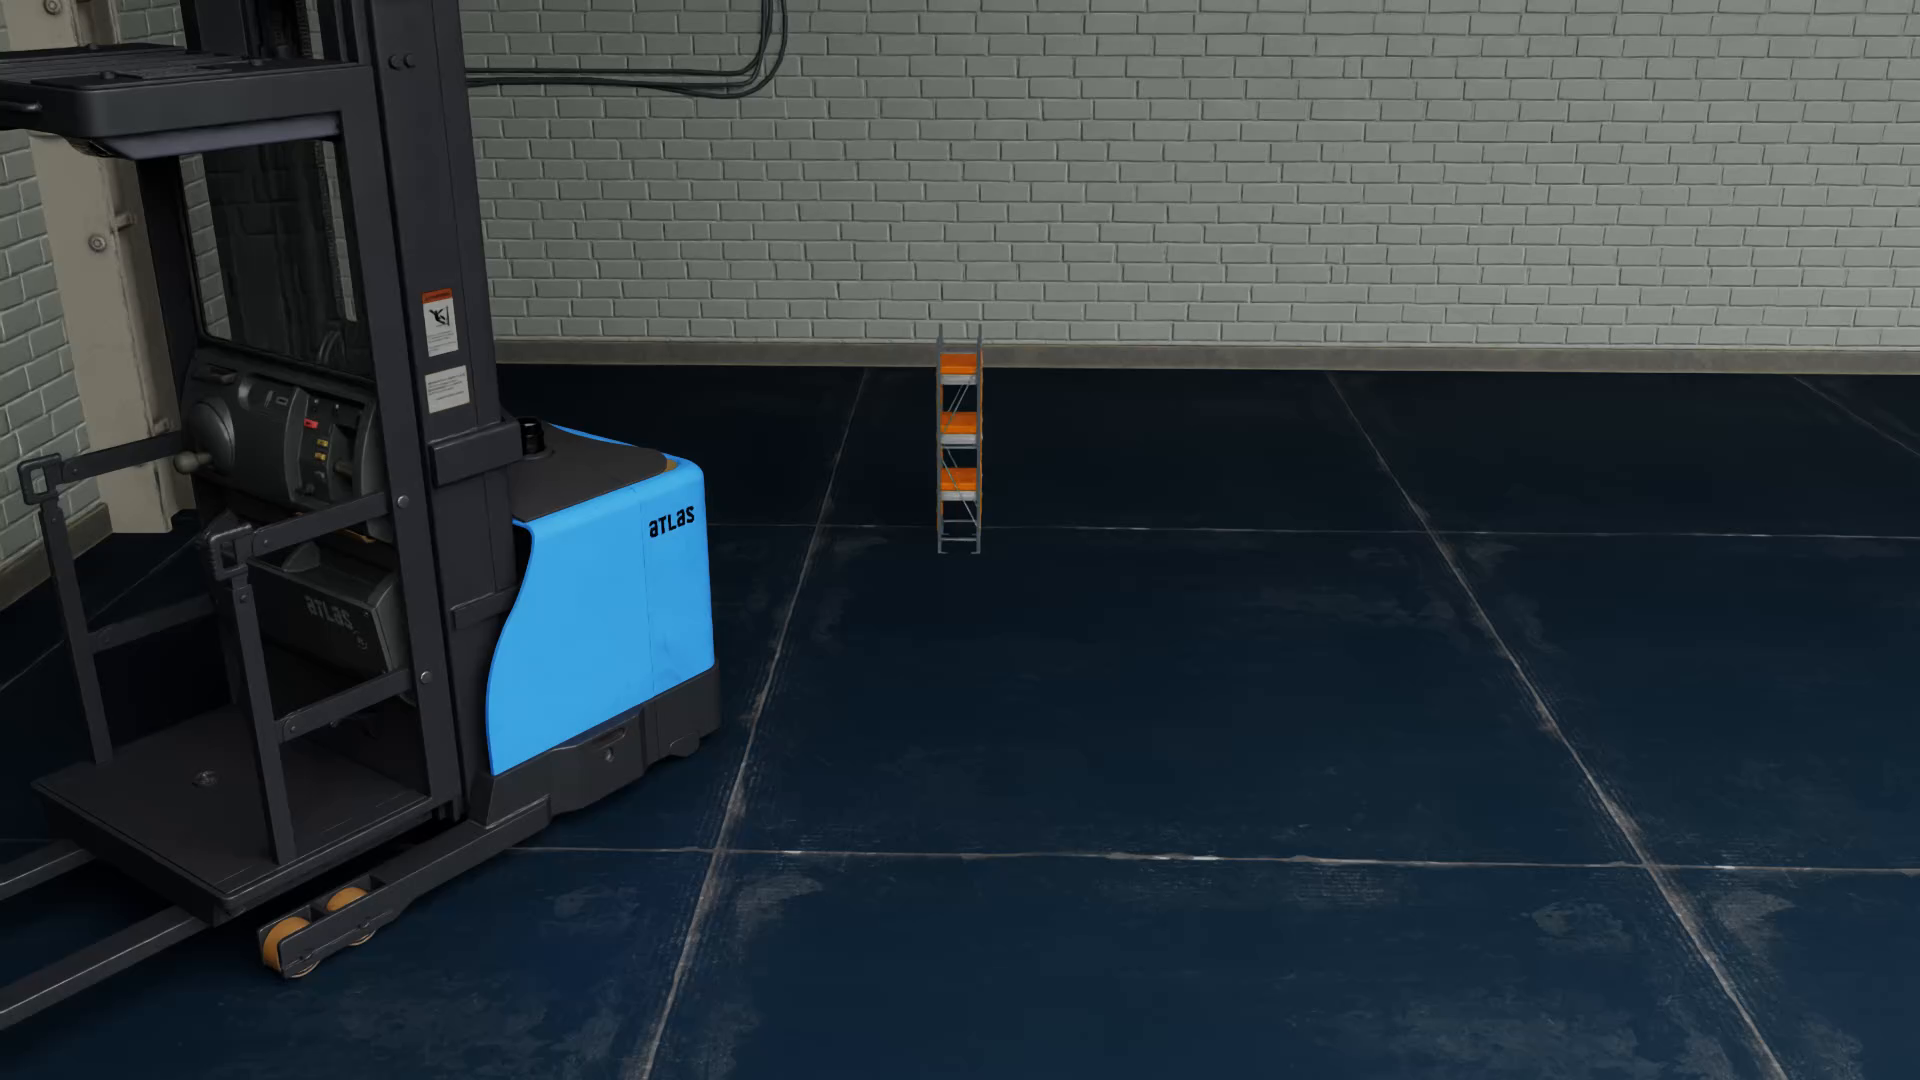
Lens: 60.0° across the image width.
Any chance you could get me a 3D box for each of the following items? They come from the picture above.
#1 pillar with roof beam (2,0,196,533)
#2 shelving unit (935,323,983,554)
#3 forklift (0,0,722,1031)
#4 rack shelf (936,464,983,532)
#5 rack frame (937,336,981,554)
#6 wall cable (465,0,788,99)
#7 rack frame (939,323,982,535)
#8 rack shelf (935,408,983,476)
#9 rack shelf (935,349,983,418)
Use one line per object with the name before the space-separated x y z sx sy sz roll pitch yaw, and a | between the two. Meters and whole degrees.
pillar with roof beam | 0.287 -4.256 6.558 9.100 9.000 0.400 1 21 2
shelving unit | -0.002 -0.470 7.789 0.215 1.050 0.252 1 21 2
forklift | -2.150 -0.308 4.771 1.130 2.935 3.031 15 26 34
rack shelf | -0.002 -0.201 7.894 0.215 0.259 0.240 1 21 2
rack frame | -0.005 -0.426 7.675 0.200 1.050 0.008 1 21 2
wall cable | -2.605 -3.906 9.949 3.097 2.526 0.112 1 21 2
rack frame | 0.002 -0.514 7.903 0.200 1.050 0.008 1 21 2
rack shelf | -0.002 -0.460 7.793 0.215 0.259 0.240 1 21 2
rack shelf | -0.002 -0.725 7.690 0.215 0.259 0.240 1 21 2
